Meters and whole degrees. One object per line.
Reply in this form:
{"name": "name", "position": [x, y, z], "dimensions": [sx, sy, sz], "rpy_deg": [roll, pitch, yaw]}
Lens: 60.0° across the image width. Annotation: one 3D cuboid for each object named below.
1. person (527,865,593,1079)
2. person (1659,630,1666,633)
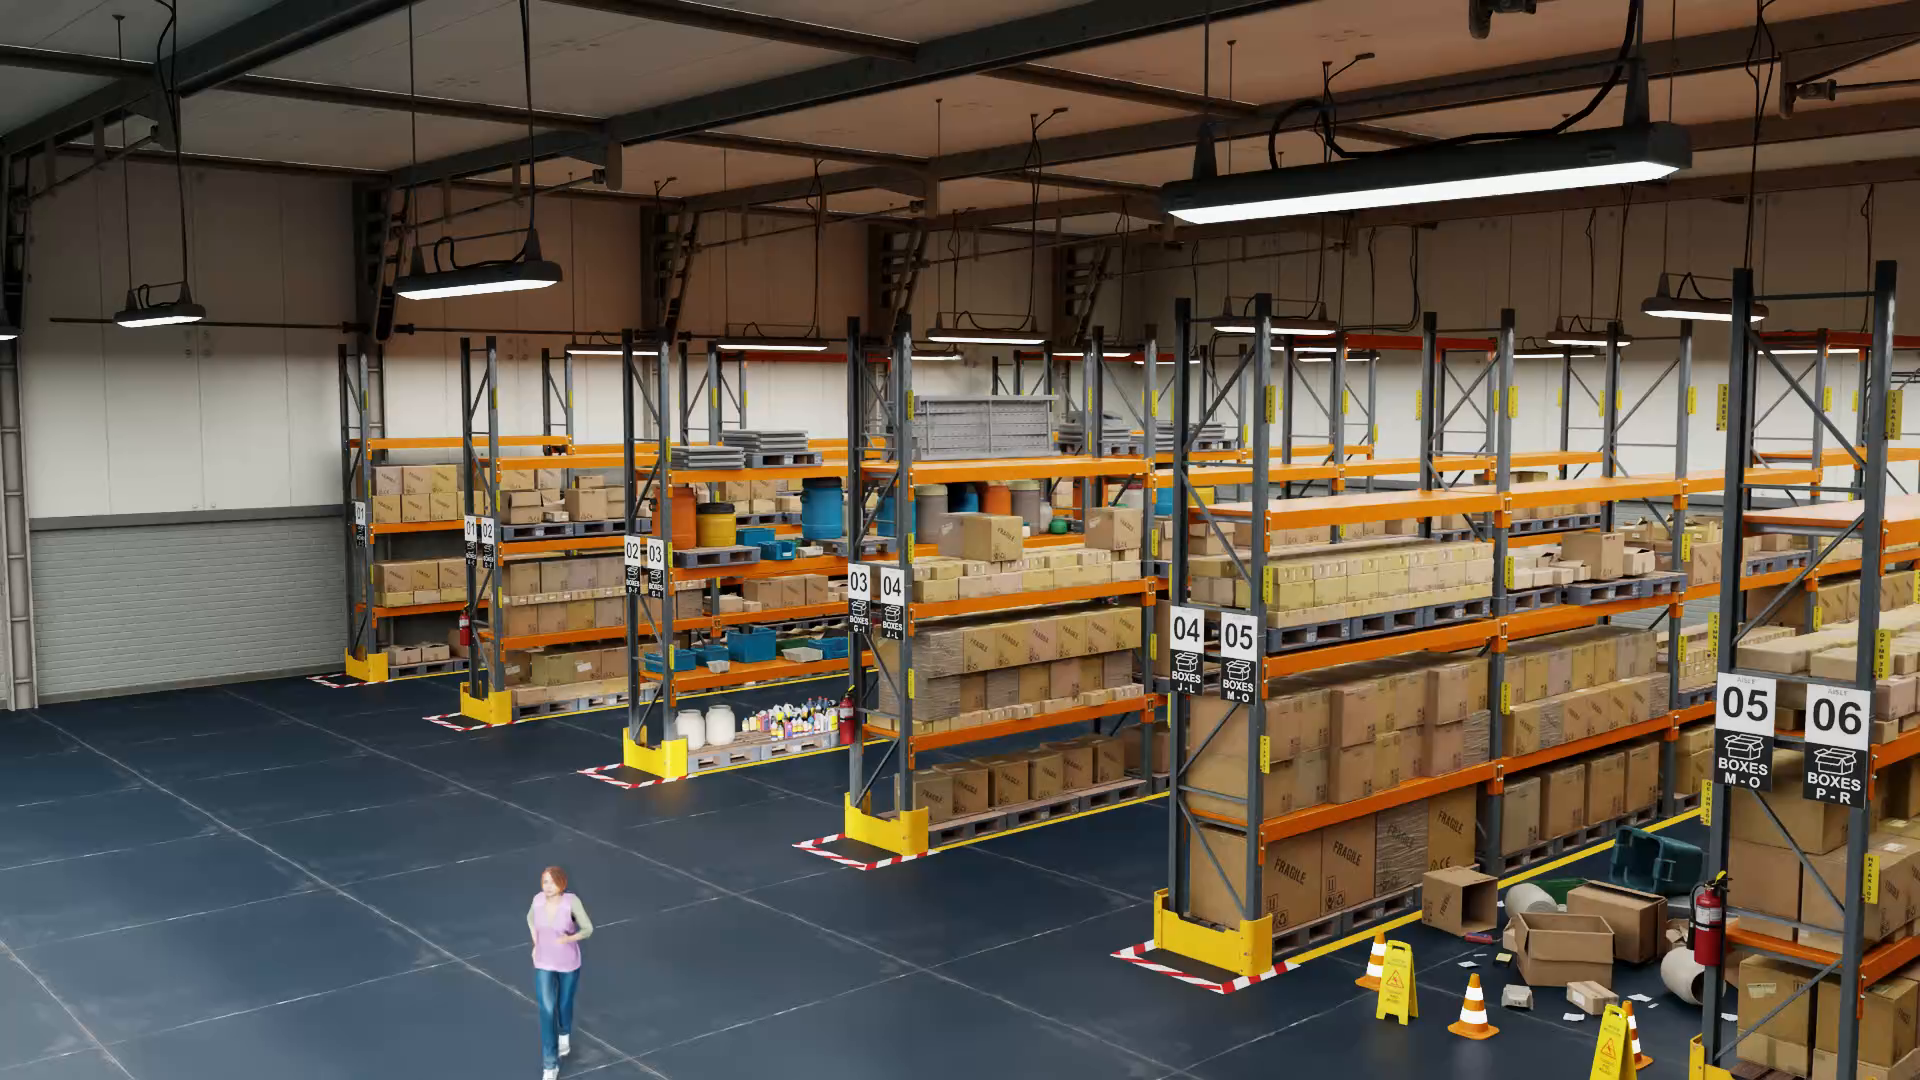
{"name": "person", "position": [-3.027, 3.245, 12.590], "dimensions": [0.516, 1.637, 0.764], "rpy_deg": [-1, 5, -7]}
{"name": "person", "position": [10.411, 2.157, 24.484], "dimensions": [0.561, 1.670, 0.616], "rpy_deg": [-4, 6, -37]}
